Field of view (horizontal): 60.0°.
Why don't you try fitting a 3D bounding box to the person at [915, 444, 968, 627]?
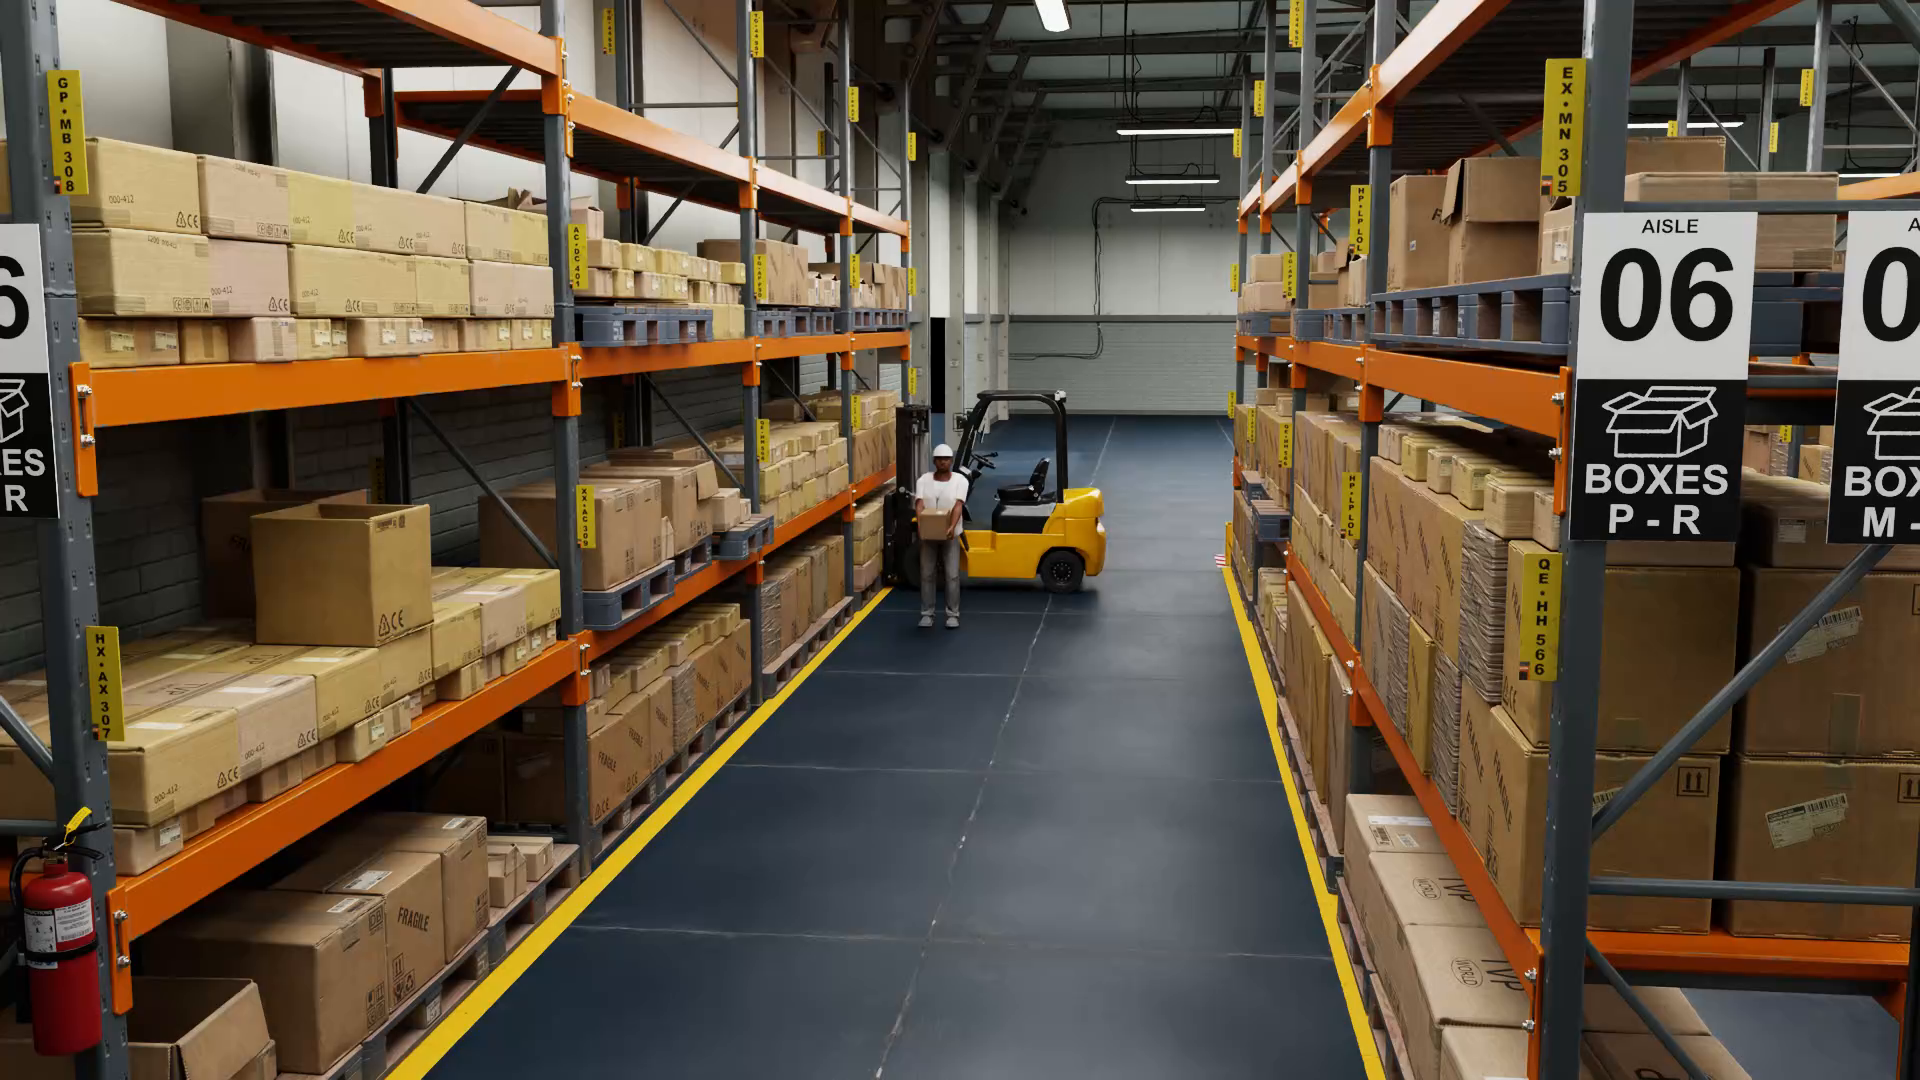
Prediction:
[{"bbox_3d":[-0.192,-0.030,15.943,0.504,1.761,0.575,1,8,8],"label":"person"}]
